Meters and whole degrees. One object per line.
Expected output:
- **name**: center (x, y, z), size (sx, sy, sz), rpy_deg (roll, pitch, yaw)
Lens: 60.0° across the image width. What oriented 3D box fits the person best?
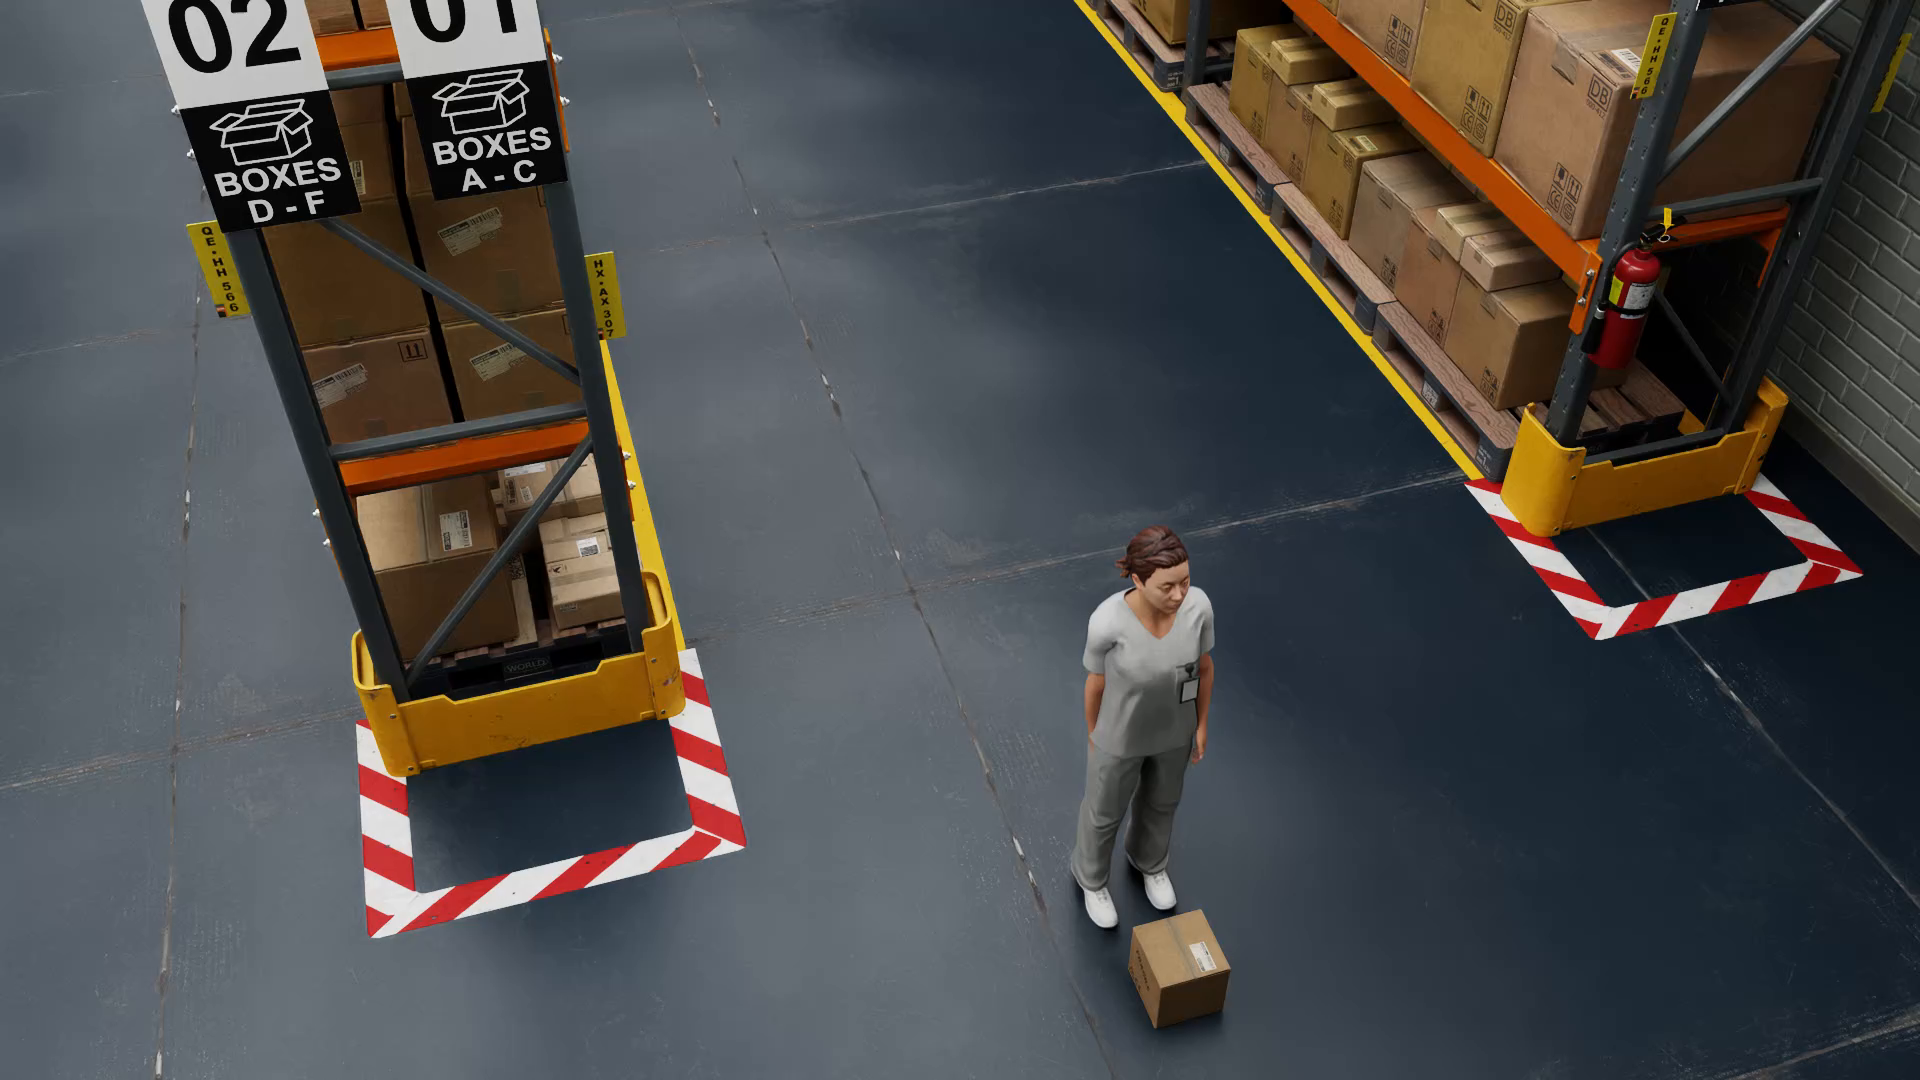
- **person**: center (0.607, 0.622, 5.484), size (0.439, 1.675, 0.380), rpy_deg (-11, 44, -12)
